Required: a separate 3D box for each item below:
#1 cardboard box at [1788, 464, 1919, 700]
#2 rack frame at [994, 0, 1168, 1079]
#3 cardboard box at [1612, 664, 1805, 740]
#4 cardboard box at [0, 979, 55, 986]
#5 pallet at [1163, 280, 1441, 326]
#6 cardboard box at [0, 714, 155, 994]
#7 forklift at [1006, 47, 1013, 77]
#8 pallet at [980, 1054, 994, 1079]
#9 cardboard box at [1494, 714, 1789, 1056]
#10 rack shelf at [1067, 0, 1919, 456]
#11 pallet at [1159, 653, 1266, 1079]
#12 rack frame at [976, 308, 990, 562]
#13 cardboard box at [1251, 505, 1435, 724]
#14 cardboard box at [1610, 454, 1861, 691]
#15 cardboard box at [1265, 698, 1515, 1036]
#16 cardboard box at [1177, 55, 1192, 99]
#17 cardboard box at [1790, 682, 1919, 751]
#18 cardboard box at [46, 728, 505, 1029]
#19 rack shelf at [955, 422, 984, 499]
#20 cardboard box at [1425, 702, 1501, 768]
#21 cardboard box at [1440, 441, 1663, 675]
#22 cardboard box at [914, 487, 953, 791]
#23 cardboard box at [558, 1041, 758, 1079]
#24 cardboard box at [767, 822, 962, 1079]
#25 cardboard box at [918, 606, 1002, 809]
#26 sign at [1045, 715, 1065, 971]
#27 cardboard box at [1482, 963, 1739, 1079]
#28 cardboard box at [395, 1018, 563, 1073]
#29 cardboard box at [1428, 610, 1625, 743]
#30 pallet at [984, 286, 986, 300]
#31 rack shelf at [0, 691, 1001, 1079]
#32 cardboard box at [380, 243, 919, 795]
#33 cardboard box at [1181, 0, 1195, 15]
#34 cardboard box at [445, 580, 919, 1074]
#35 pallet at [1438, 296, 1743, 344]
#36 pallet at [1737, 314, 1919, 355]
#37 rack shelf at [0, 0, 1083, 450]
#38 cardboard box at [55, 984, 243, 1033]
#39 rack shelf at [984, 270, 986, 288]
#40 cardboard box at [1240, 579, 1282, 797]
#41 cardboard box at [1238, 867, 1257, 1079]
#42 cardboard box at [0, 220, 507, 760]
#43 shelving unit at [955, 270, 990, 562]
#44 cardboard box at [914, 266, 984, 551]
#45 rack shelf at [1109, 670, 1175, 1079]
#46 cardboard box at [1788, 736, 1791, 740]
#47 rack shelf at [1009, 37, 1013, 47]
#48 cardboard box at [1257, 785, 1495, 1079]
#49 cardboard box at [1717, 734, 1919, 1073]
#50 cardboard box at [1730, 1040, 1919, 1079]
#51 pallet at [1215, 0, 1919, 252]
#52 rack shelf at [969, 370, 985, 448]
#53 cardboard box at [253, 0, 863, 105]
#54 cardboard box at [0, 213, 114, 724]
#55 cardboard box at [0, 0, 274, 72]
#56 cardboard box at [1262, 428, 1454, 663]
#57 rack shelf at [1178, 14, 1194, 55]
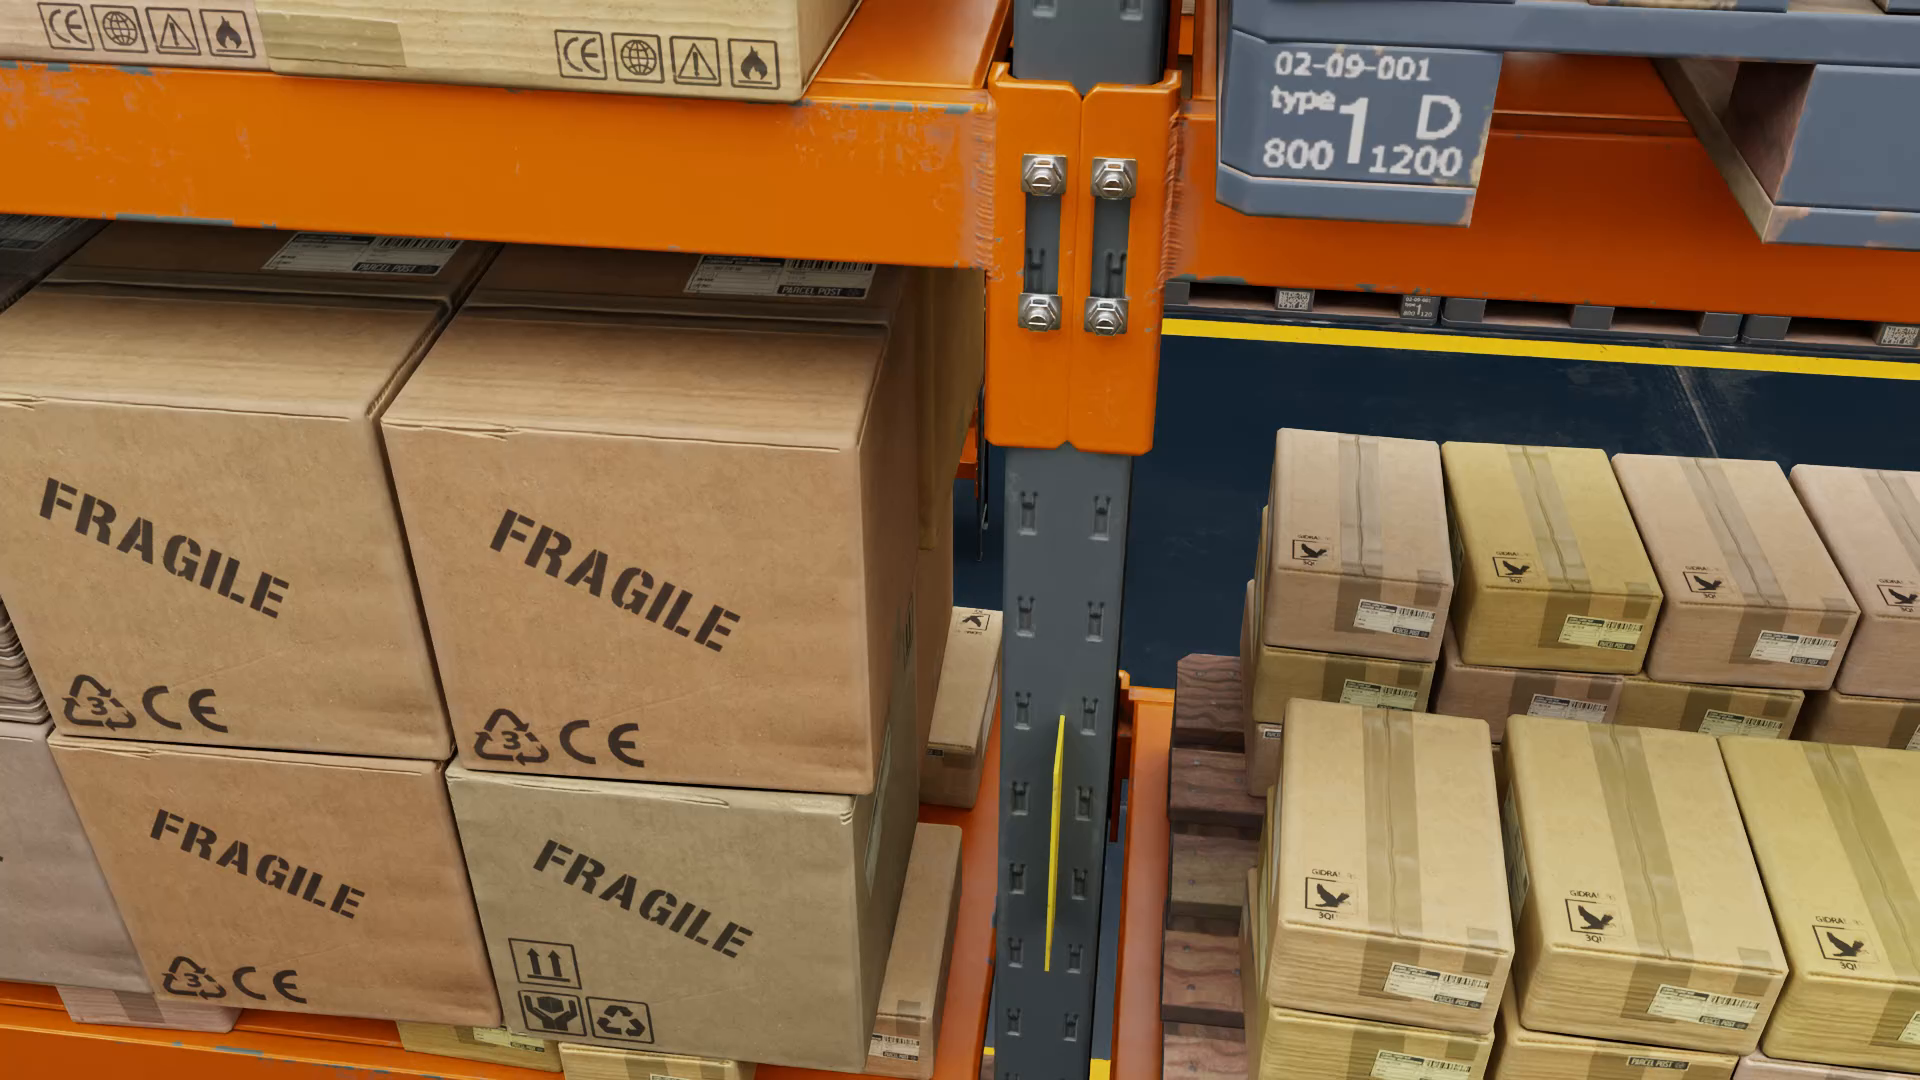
[{"bbox_3d":[1.377,0.059,2.428,0.250,0.149,0.380,4,36,6],"label":"cardboard box"},{"bbox_3d":[0.171,0.395,2.614,0.053,2.616,0.949,4,36,6],"label":"rack frame"},{"bbox_3d":[1.098,0.158,2.545,0.250,0.149,0.380,6,36,8],"label":"cardboard box"},{"bbox_3d":[-1.440,0.513,2.665,0.250,0.149,0.380,4,36,5],"label":"cardboard box"},{"bbox_3d":[1.476,-1.318,7.415,1.213,0.211,1.003,4,36,6],"label":"pallet"},{"bbox_3d":[-1.353,0.282,2.431,0.500,0.500,0.500,4,36,6],"label":"cardboard box"},{"bbox_3d":[0.050,-3.927,8.730,3.031,2.935,1.130,4,36,5],"label":"forklift"},{"bbox_3d":[-0.499,1.499,3.468,1.213,0.211,1.003,4,36,6],"label":"pallet"},{"bbox_3d":[0.781,0.394,1.959,0.250,0.149,0.380,5,36,7],"label":"cardboard box"},{"bbox_3d":[2.155,-0.387,1.747,4.000,0.370,1.077,4,36,6],"label":"rack shelf"},{"bbox_3d":[0.911,0.612,2.476,1.213,0.211,1.003,4,36,6],"label":"pallet"},{"bbox_3d":[0.078,-0.483,5.393,0.015,1.200,0.240,4,36,6],"label":"rack frame"},{"bbox_3d":[0.591,0.119,2.600,0.250,0.149,0.380,5,36,7],"label":"cardboard box"},{"bbox_3d":[1.117,0.039,2.455,0.250,0.149,0.380,3,36,4],"label":"cardboard box"},{"bbox_3d":[0.503,0.377,1.983,0.250,0.149,0.380,6,36,8],"label":"cardboard box"},{"bbox_3d":[1.327,-1.773,7.119,0.875,0.875,0.875,5,36,7],"label":"cardboard box"},{"bbox_3d":[1.370,0.176,2.520,0.250,0.149,0.380,3,36,4],"label":"cardboard box"},{"bbox_3d":[-0.859,0.319,2.378,0.500,0.500,0.500,3,36,5],"label":"cardboard box"},{"bbox_3d":[-0.164,-0.284,5.573,0.480,0.148,0.258,4,36,6],"label":"rack shelf"},{"bbox_3d":[0.848,0.259,2.660,0.250,0.149,0.380,4,36,6],"label":"cardboard box"},{"bbox_3d":[0.861,0.019,2.484,0.250,0.149,0.380,3,36,5],"label":"cardboard box"},{"bbox_3d":[-0.288,0.050,2.756,0.500,0.500,0.500,4,36,5],"label":"cardboard box"},{"bbox_3d":[-0.411,0.653,2.469,0.250,0.149,0.380,3,36,5],"label":"cardboard box"},{"bbox_3d":[-0.142,0.609,2.530,0.250,0.149,0.380,4,36,5],"label":"cardboard box"},{"bbox_3d":[-0.068,0.286,2.983,0.250,0.149,0.380,6,36,8],"label":"cardboard box"},{"bbox_3d":[0.110,0.354,1.926,0.005,0.325,0.100,4,36,6],"label":"sign"},{"bbox_3d":[0.761,0.516,2.044,0.250,0.149,0.380,4,36,5],"label":"cardboard box"},{"bbox_3d":[-0.669,0.599,2.545,0.250,0.149,0.380,6,36,8],"label":"cardboard box"},{"bbox_3d":[0.853,0.138,2.573,0.250,0.149,0.380,4,36,6],"label":"cardboard box"},{"bbox_3d":[-0.043,-1.433,7.576,1.213,0.211,1.003,4,36,6],"label":"pallet"},{"bbox_3d":[-1.813,0.538,3.033,4.000,0.370,1.077,4,36,6],"label":"rack shelf"},{"bbox_3d":[-0.329,-0.054,2.041,0.500,0.500,0.500,3,36,4],"label":"cardboard box"},{"bbox_3d":[1.104,-2.221,6.408,0.500,0.250,0.500,3,36,5],"label":"cardboard box"},{"bbox_3d":[-0.345,0.358,2.323,0.500,0.500,0.500,4,36,6],"label":"cardboard box"},{"bbox_3d":[2.690,-1.229,7.290,1.213,0.211,1.003,4,36,6],"label":"pallet"},{"bbox_3d":[3.896,-1.137,7.162,1.213,0.211,1.003,4,36,6],"label":"pallet"},{"bbox_3d":[-1.813,-0.683,2.162,4.000,0.370,1.077,4,36,6],"label":"rack shelf"},{"bbox_3d":[-1.195,0.563,2.596,0.250,0.149,0.380,3,36,4],"label":"cardboard box"},{"bbox_3d":[-0.164,-0.820,5.190,0.480,0.148,0.258,4,36,6],"label":"rack shelf"},{"bbox_3d":[0.590,0.240,2.686,0.250,0.149,0.380,3,36,5],"label":"cardboard box"},{"bbox_3d":[0.503,0.619,2.156,0.250,0.149,0.380,3,36,4],"label":"cardboard box"},{"bbox_3d":[-0.843,-0.090,2.091,0.500,0.500,0.500,3,36,4],"label":"cardboard box"},{"bbox_3d":[-0.164,-0.501,5.419,0.503,1.200,0.258,4,36,6],"label":"shelving unit"},{"bbox_3d":[-0.245,-0.349,2.454,0.500,0.500,0.500,5,36,7],"label":"cardboard box"},{"bbox_3d":[2.155,0.834,2.618,4.000,0.370,1.077,4,36,6],"label":"rack shelf"},{"bbox_3d":[1.344,0.297,2.606,0.250,0.149,0.380,3,36,4],"label":"cardboard box"},{"bbox_3d":[-1.282,-2.322,7.040,4.000,0.370,1.077,4,36,6],"label":"rack shelf"},{"bbox_3d":[0.503,0.498,2.069,0.250,0.149,0.380,5,36,7],"label":"cardboard box"},{"bbox_3d":[1.035,0.414,1.930,0.250,0.149,0.380,5,36,6],"label":"cardboard box"},{"bbox_3d":[1.017,0.535,2.018,0.250,0.149,0.380,5,36,7],"label":"cardboard box"},{"bbox_3d":[0.770,-0.644,1.650,1.003,0.211,1.213,4,36,6],"label":"pallet"},{"bbox_3d":[-0.164,-0.446,5.458,0.480,0.148,0.258,4,36,6],"label":"rack shelf"},{"bbox_3d":[-0.350,-0.647,1.622,0.500,0.250,0.500,5,36,7],"label":"cardboard box"},{"bbox_3d":[-1.349,-0.136,2.155,0.500,0.500,0.500,5,36,7],"label":"cardboard box"},{"bbox_3d":[-0.844,-0.691,1.683,0.500,0.250,0.500,4,36,6],"label":"cardboard box"},{"bbox_3d":[0.594,0.000,2.511,0.250,0.149,0.380,6,36,8],"label":"cardboard box"},{"bbox_3d":[2.685,-2.026,6.625,4.000,0.370,1.077,4,36,6],"label":"rack shelf"}]
